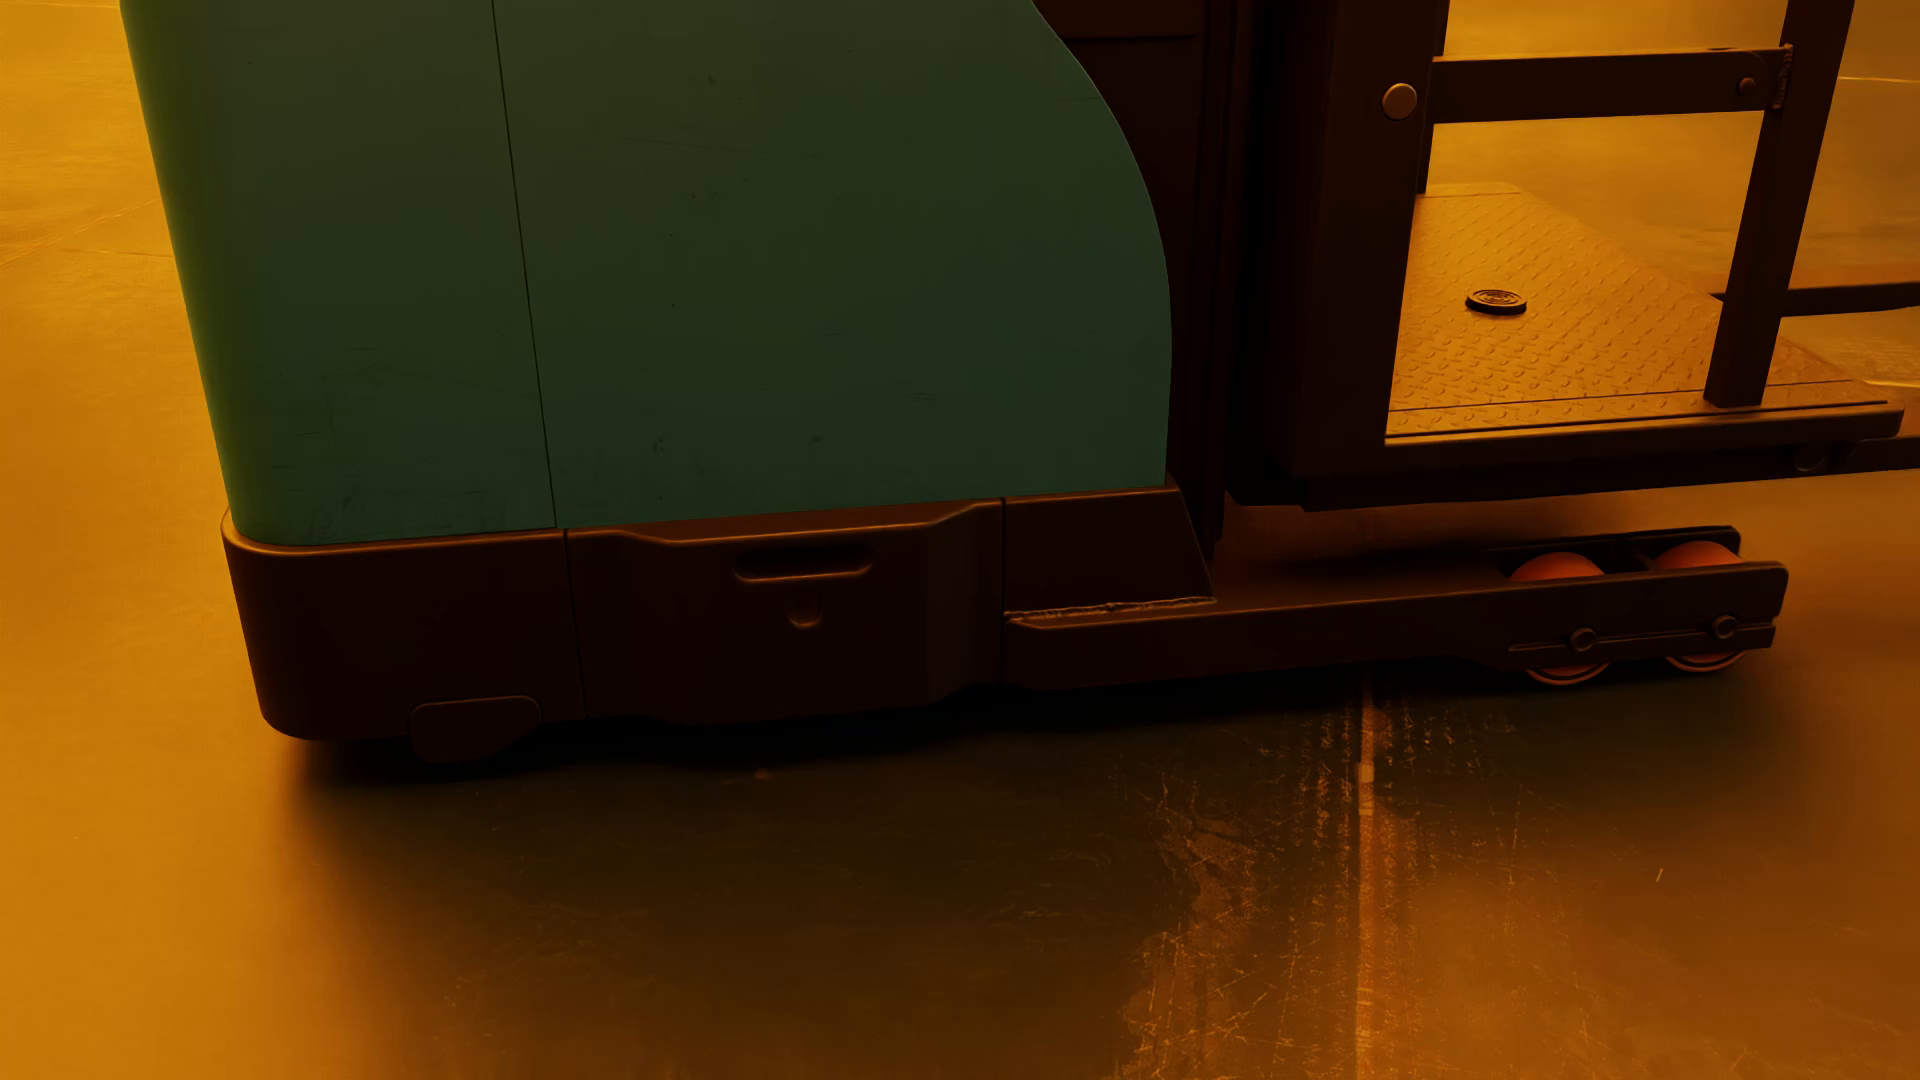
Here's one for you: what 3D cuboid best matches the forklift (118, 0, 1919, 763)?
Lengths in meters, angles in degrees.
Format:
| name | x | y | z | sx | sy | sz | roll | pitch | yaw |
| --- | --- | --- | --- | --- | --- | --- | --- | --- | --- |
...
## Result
| name | x | y | z | sx | sy | sz | roll | pitch | yaw |
| --- | --- | --- | --- | --- | --- | --- | --- | --- | --- |
| forklift | 0.600 | -1.354 | 1.930 | 3.031 | 2.935 | 1.130 | -4 | 27 | -9 |
